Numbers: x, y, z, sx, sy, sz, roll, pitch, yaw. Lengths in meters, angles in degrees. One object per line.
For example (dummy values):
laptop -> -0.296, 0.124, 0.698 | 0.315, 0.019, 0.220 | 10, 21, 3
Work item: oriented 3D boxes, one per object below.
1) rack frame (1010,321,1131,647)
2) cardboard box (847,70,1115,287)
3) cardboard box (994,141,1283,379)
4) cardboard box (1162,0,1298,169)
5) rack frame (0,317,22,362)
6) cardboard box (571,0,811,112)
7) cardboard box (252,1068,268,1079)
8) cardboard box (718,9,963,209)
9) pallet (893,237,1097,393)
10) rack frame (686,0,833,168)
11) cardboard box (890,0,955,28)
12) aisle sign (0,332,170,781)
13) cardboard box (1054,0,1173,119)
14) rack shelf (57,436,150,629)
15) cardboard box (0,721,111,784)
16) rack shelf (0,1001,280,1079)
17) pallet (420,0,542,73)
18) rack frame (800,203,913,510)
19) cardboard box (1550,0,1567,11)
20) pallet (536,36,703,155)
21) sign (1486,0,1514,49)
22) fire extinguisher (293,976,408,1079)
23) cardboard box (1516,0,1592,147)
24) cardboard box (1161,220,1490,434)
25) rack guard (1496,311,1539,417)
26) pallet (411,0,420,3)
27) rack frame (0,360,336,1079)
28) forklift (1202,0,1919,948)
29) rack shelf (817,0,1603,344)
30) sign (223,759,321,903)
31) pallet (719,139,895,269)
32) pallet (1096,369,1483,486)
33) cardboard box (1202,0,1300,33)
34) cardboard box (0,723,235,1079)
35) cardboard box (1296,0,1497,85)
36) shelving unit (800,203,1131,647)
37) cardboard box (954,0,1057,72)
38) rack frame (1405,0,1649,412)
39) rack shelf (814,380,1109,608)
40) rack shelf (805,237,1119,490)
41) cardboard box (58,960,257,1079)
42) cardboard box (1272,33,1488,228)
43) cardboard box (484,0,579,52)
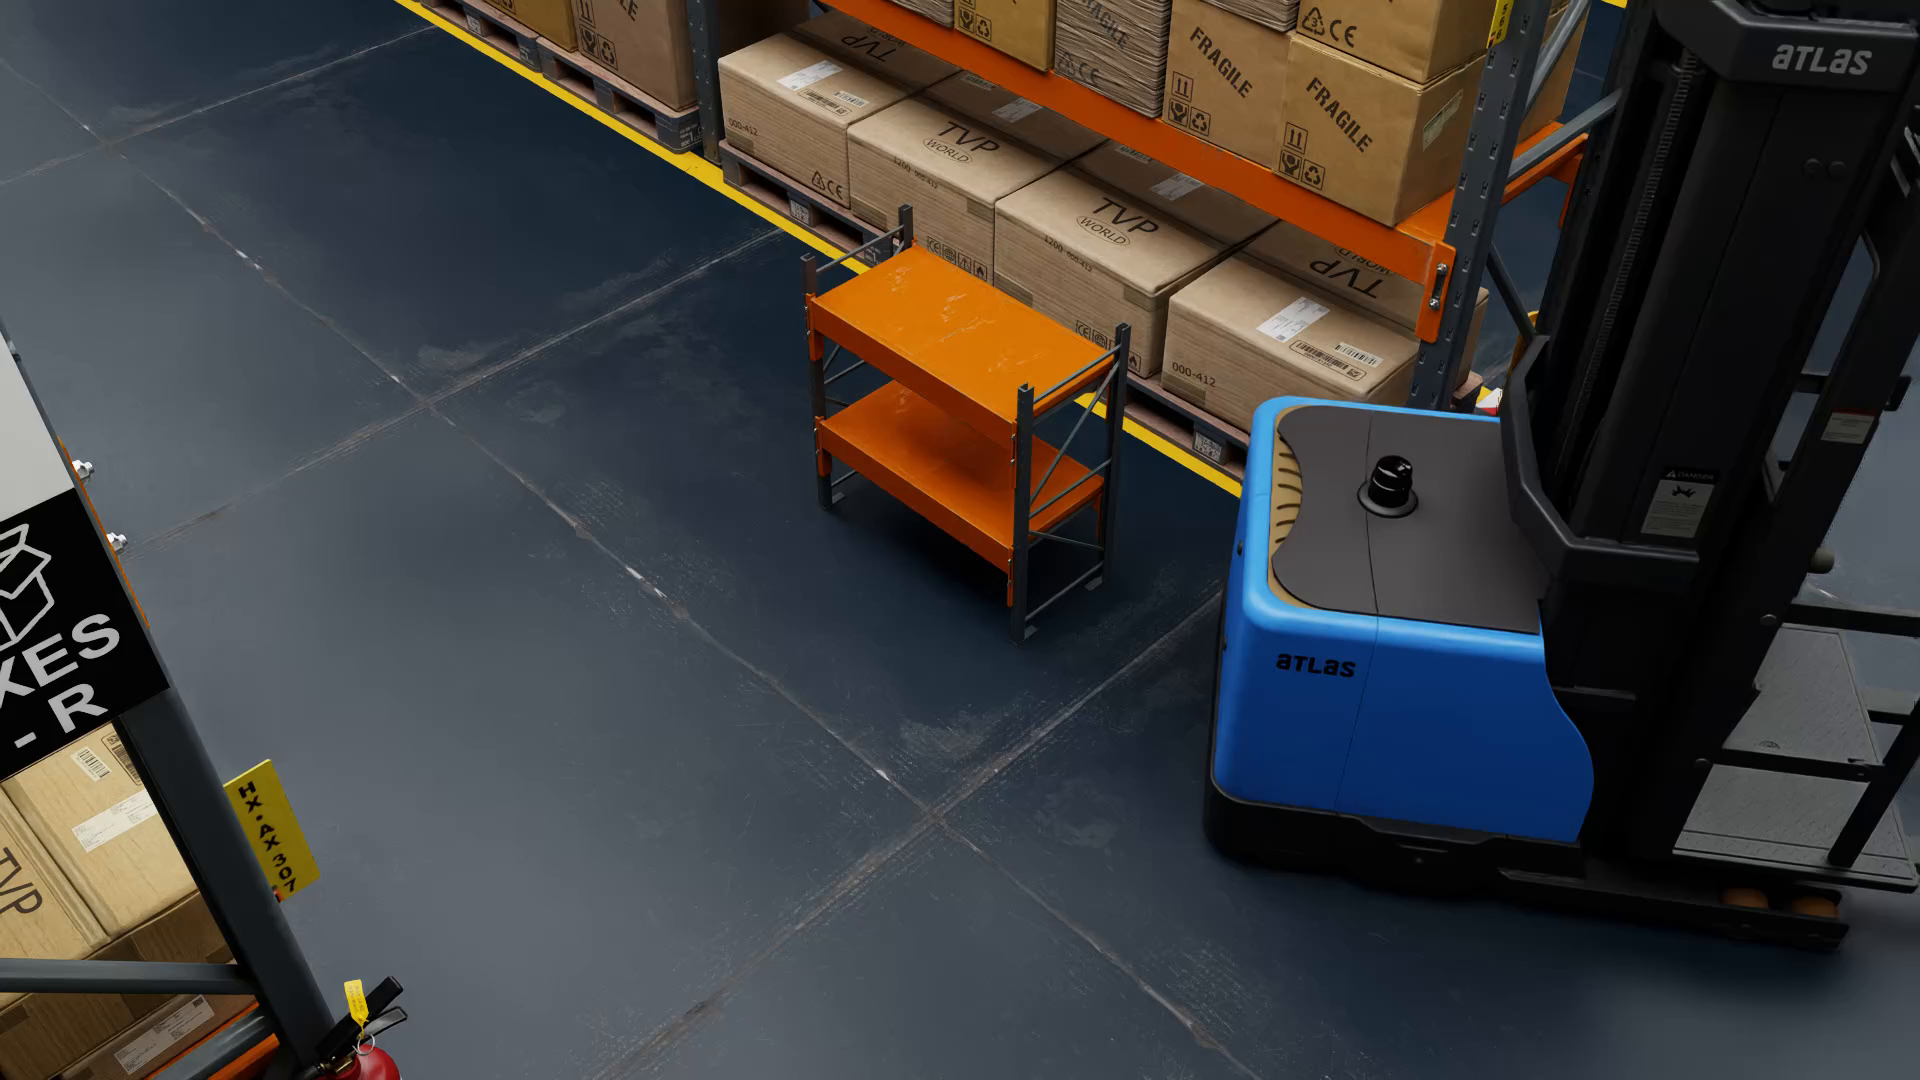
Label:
rack frame -> 0.364, -0.166, 5.600 | 0.500, 1.125, 0.032 | -34, 53, -31
cardboard box -> 0.118, -1.647, 7.401 | 0.875, 0.438, 0.875 | 33, 52, 30
cardboard box -> 0.754, -1.213, 6.931 | 0.875, 0.438, 0.875 | -33, 52, -30
cardboard box -> 1.071, -1.685, 5.789 | 0.500, 0.500, 0.500 | 33, 52, 31
rack frame -> -1.569, -1.117, 0.829 | 1.000, 3.000, 0.127 | -34, 53, -31
cardboard box -> -1.376, -2.850, 8.381 | 0.875, 0.875, 0.875 | -32, 52, -30
cardboard box -> -1.933, 1.509, 3.937 | 0.637, 0.503, 0.797 | 32, 52, 30
cardboard box -> -0.514, -2.077, 7.866 | 0.875, 0.438, 0.875 | 33, 52, 31
pallet -> 0.466, -1.204, 7.397 | 1.003, 0.211, 1.213 | -34, 53, -31
rack frame -> -0.882, -3.217, 7.521 | 1.000, 3.000, 0.127 | -34, 53, -31
cardboard box -> -0.037, -2.417, 6.582 | 0.500, 0.500, 0.500 | -34, 52, -31
aisle sign -> -1.312, 0.023, 2.099 | 0.394, 0.787, 0.004 | -34, 53, -31
cardboard box -> 0.701, -1.927, 6.052 | 0.500, 0.500, 0.500 | -33, 52, -30
rack shelf -> -2.981, -0.713, 3.131 | 1.077, 0.370, 4.000 | -34, 53, -31
cardboard box -> -2.054, 0.442, 3.452 | 0.500, 0.250, 0.500 | -34, 52, -31
rack shelf -> -2.981, 0.389, 4.149 | 1.077, 0.370, 4.000 | -34, 53, -31
pallet -> -2.346, -3.114, 9.464 | 1.003, 0.211, 1.213 | -34, 53, -31
rack frame -> -0.354, -0.654, 6.129 | 0.500, 1.125, 0.032 | -34, 53, -31
cardboard box -> 1.806, -2.066, 5.465 | 0.500, 0.500, 0.500 | 33, 52, 31
pallet -> -1.480, -2.527, 8.830 | 1.003, 0.211, 1.213 | -34, 53, -31
sign -> 1.549, -1.554, 4.694 | 0.100, 0.325, 0.005 | -34, 53, -31
fire extinguisher -> -1.137, 1.100, 3.181 | 0.296, 0.674, 0.183 | -34, 53, -31
cardboard box -> 1.807, -1.700, 5.806 | 0.500, 0.500, 0.500 | 34, 52, 31
cardboard box -> 1.406, -0.777, 6.459 | 0.875, 0.438, 0.875 | 32, 52, 30
rack guard -> 1.960, -0.365, 6.277 | 1.175, 0.500, 0.348 | -34, 53, -31
pallet -> -3.203, -3.700, 10.098 | 1.003, 0.211, 1.213 | -34, 53, -31
rack frame -> -1.569, 1.086, 2.865 | 1.000, 3.000, 0.127 | -34, 53, -31
forklift -> 2.321, -0.256, 4.368 | 3.031, 2.935, 1.130 | 7, 43, 7
rack shelf -> 0.531, -1.992, 6.725 | 1.077, 0.370, 4.000 | -34, 53, -31
sign -> -1.185, 0.508, 2.852 | 0.100, 0.325, 0.005 | -34, 53, -31
pallet -> -0.400, -1.790, 8.031 | 1.003, 0.211, 1.213 | -34, 53, -31
pallet -> 1.323, -0.617, 6.763 | 1.003, 0.211, 1.213 | -34, 53, -31
cardboard box -> 1.044, -2.053, 5.452 | 0.500, 0.500, 0.500 | -34, 52, -31
cardboard box -> -1.698, 0.685, 3.190 | 0.500, 0.250, 0.500 | -34, 52, -31
cardboard box -> 1.434, -1.816, 5.195 | 0.500, 0.500, 0.500 | -32, 52, -30
shelving unit -> 0.005, -0.410, 5.865 | 0.538, 1.125, 1.048 | -34, 53, -31
cardboard box -> 0.327, -2.169, 6.314 | 0.500, 0.500, 0.500 | -33, 52, -30
rack frame -> 1.943, -1.295, 5.441 | 1.000, 3.000, 0.127 | -34, 53, -31
rack shelf -> 0.005, -0.230, 6.031 | 0.538, 0.278, 1.000 | -34, 53, -31
rack shelf -> 0.005, -0.625, 5.666 | 0.538, 0.278, 1.000 | -34, 53, -31
cardboard box -> -1.606, 0.889, 3.263 | 0.250, 0.149, 0.380 | 34, 52, 31
cardboard box -> 1.415, -1.437, 5.521 | 0.500, 0.500, 0.500 | -34, 52, -31
cardboard box -> -2.020, -3.281, 8.846 | 0.875, 0.875, 0.875 | -33, 52, -30
